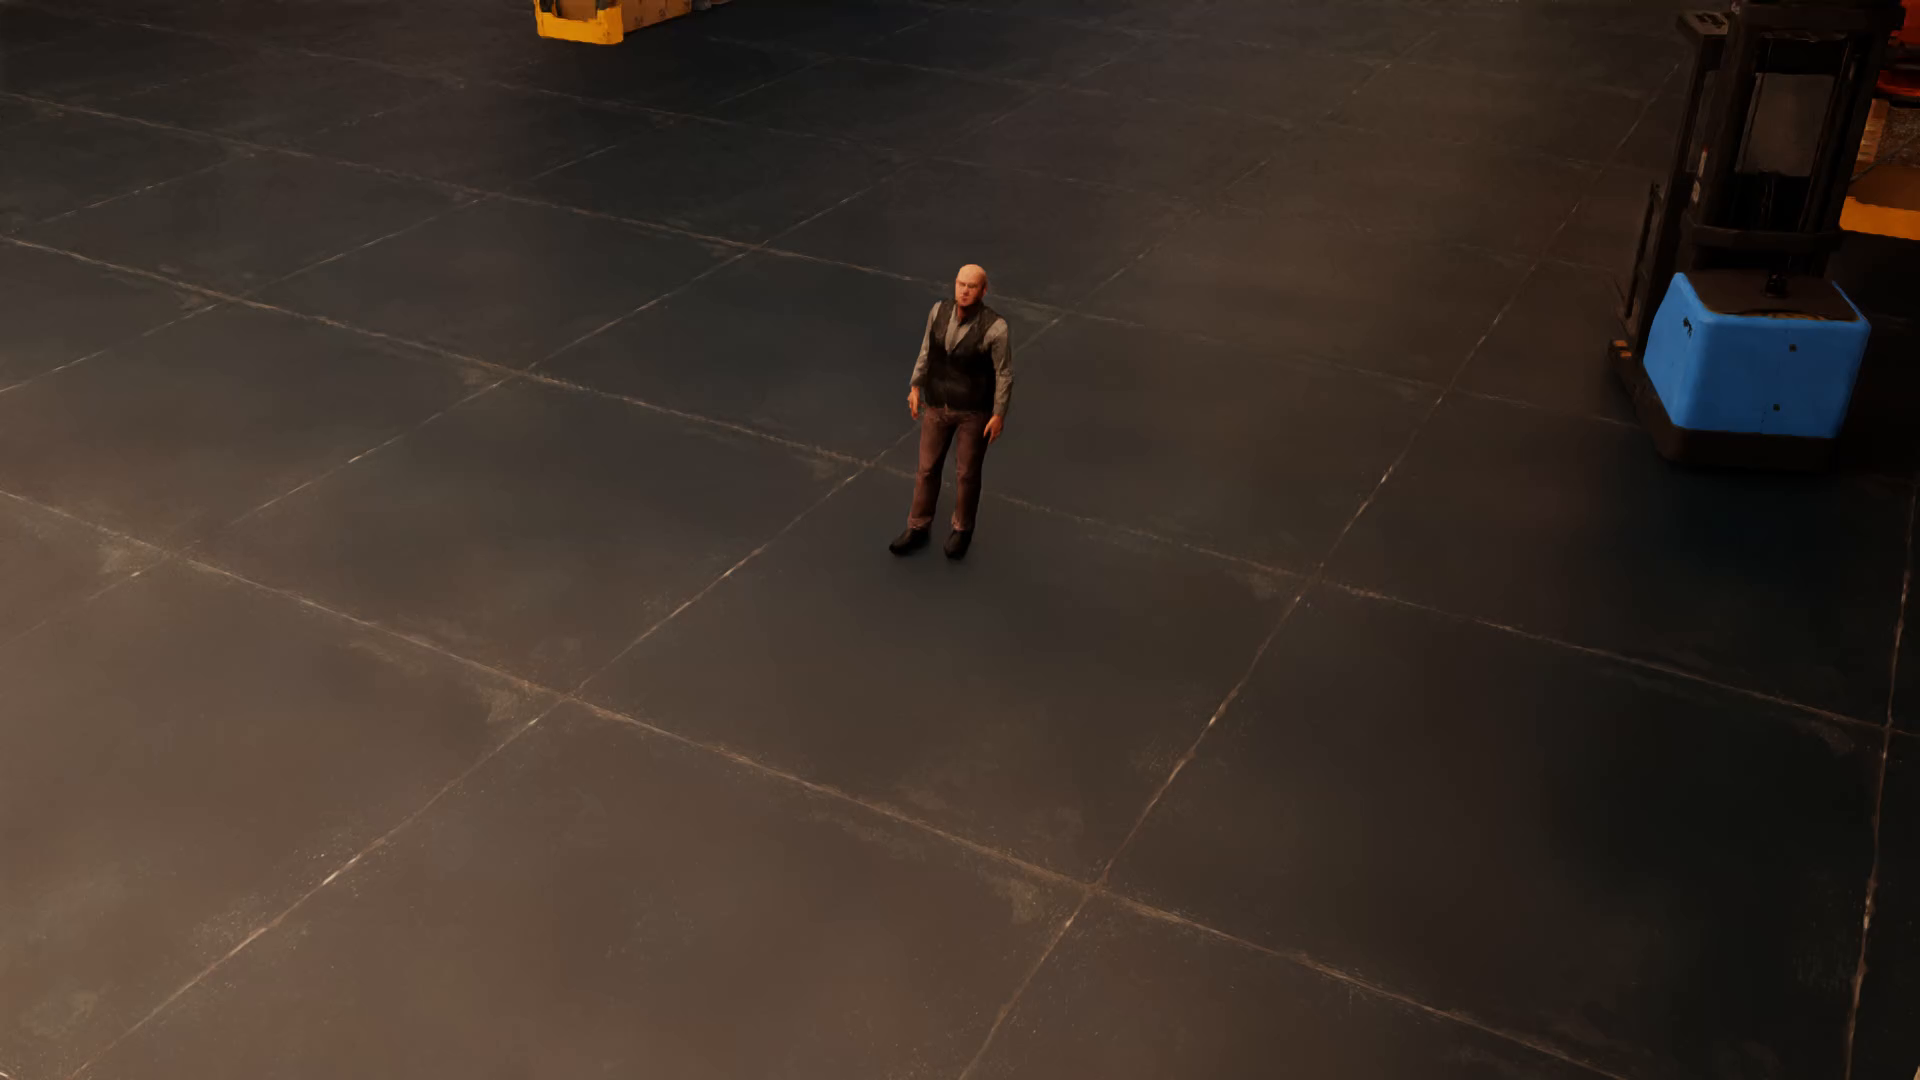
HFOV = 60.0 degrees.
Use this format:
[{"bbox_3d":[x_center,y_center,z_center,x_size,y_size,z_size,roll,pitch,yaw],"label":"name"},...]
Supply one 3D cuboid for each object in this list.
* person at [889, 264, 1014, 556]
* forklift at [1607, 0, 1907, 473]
[{"bbox_3d":[-0.041,-0.692,9.537,0.632,1.648,0.551,15,33,25],"label":"person"},{"bbox_3d":[5.305,-2.417,11.259,1.130,2.935,3.031,4,30,8],"label":"forklift"}]
